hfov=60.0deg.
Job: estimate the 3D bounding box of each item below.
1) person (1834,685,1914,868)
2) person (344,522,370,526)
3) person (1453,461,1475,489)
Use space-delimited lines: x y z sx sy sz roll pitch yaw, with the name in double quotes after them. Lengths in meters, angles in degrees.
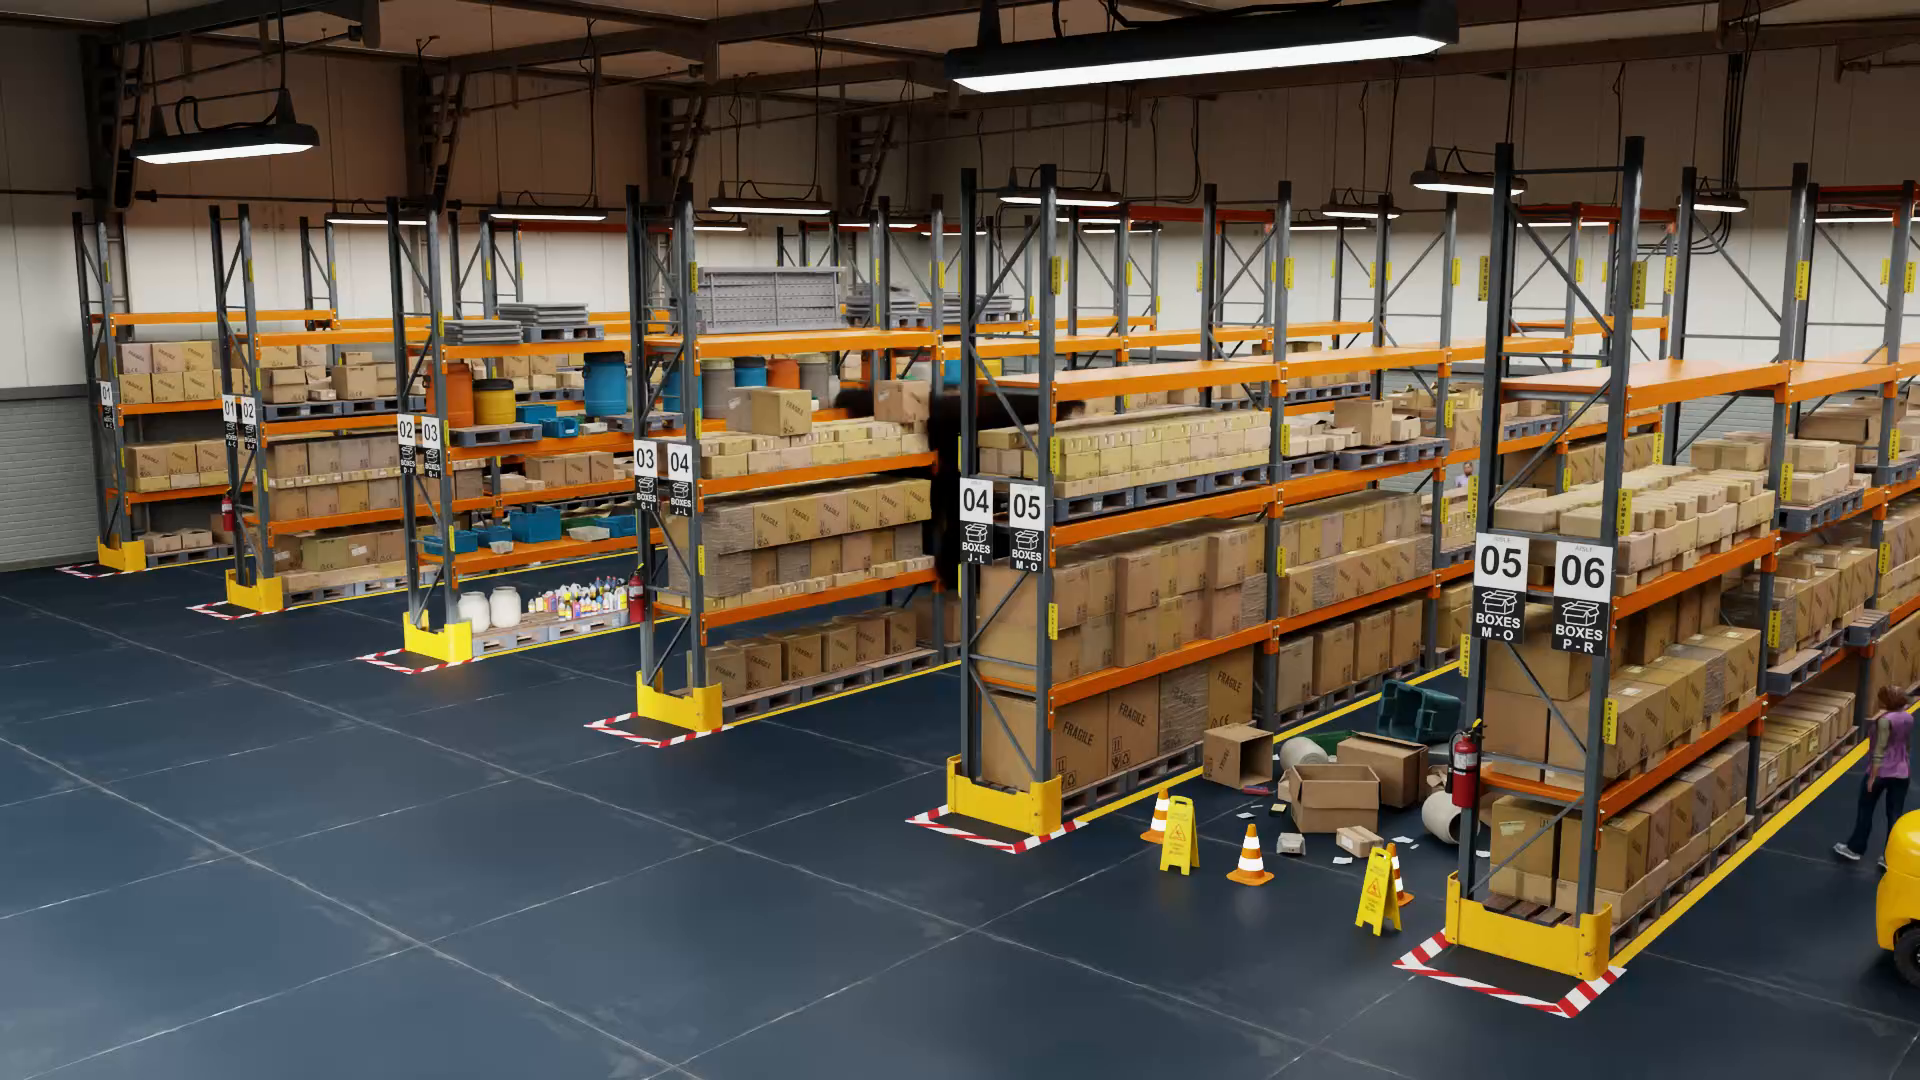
7.981 2.027 14.364 0.454 1.572 0.590 0 9 -2 "person"
-10.327 -0.356 28.169 0.623 1.825 0.467 -3 10 -17 "person"
9.108 -0.585 29.872 0.519 1.660 0.548 -1 10 -8 "person"
